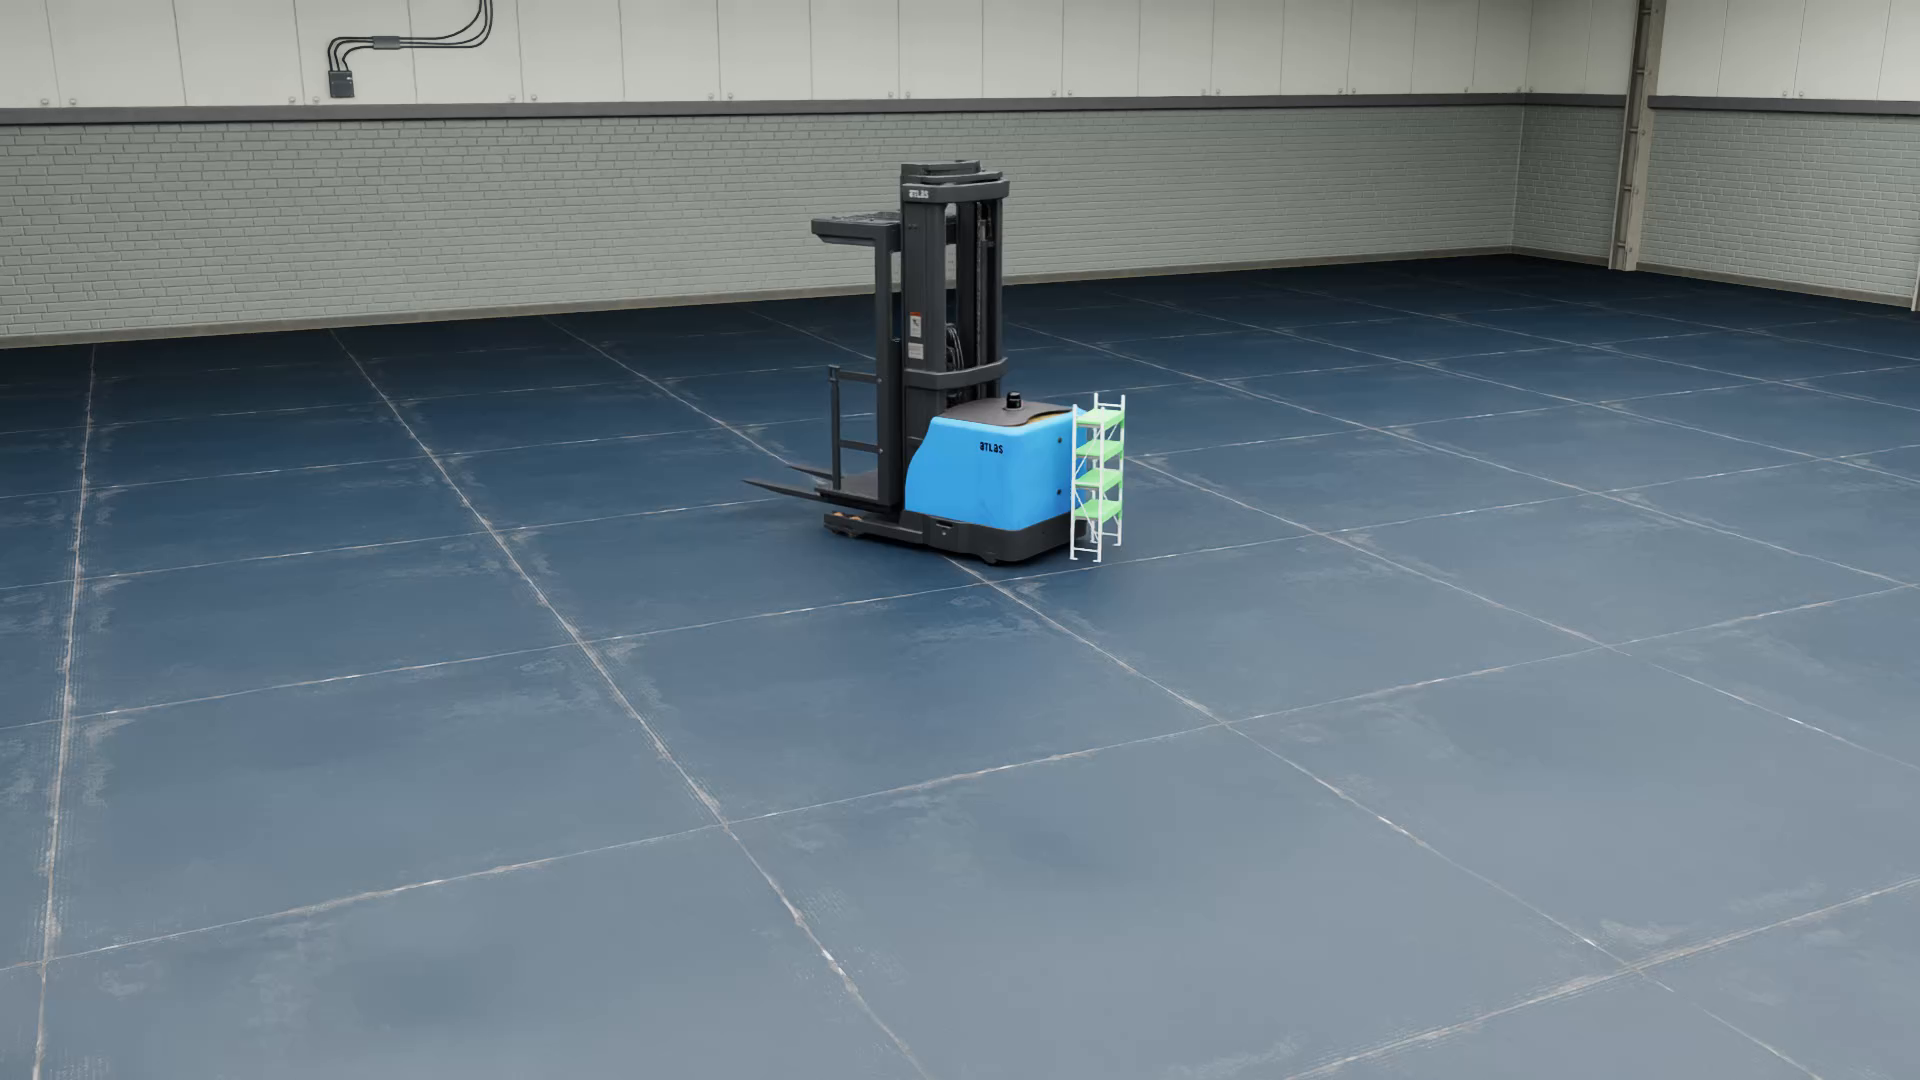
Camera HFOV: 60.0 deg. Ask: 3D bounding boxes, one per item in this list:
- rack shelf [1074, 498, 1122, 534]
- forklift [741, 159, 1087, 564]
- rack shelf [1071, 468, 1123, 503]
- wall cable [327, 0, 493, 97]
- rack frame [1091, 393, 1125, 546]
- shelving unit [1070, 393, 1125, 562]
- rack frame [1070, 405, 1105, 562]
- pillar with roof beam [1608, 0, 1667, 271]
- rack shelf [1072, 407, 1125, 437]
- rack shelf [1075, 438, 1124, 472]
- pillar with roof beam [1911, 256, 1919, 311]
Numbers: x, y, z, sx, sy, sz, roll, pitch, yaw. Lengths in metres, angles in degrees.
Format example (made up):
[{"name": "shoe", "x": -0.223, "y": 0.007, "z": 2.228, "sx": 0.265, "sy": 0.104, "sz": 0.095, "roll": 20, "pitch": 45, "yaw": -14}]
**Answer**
[{"name": "rack shelf", "x": 1.057, "y": -0.191, "z": 12.843, "sx": 0.258, "sy": 0.148, "sz": 0.480, "roll": 7, "pitch": 17, "yaw": 22}, {"name": "forklift", "x": -0.476, "y": -1.535, "z": 13.286, "sx": 3.031, "sy": 2.935, "sz": 1.130, "roll": 12, "pitch": 20, "yaw": 36}, {"name": "rack shelf", "x": 1.057, "y": -0.422, "z": 12.777, "sx": 0.258, "sy": 0.148, "sz": 0.480, "roll": 7, "pitch": 17, "yaw": 22}, {"name": "wall cable", "x": -7.685, "y": -9.168, "z": 22.719, "sx": 2.305, "sy": 6.003, "sz": 0.169, "roll": -8, "pitch": 18, "yaw": -25}, {"name": "rack frame", "x": 1.153, "y": -0.545, "z": 12.975, "sx": 0.240, "sy": 1.200, "sz": 0.015, "roll": 7, "pitch": 17, "yaw": 22}, {"name": "shelving unit", "x": 1.057, "y": -0.483, "z": 12.760, "sx": 0.258, "sy": 1.200, "sz": 0.503, "roll": 7, "pitch": 17, "yaw": 22}, {"name": "rack frame", "x": 0.960, "y": -0.421, "z": 12.544, "sx": 0.240, "sy": 1.200, "sz": 0.015, "roll": 7, "pitch": 17, "yaw": 22}, {"name": "pillar with roof beam", "x": 8.322, "y": -8.786, "z": 27.553, "sx": 9.100, "sy": 9.000, "sz": 0.400, "roll": -8, "pitch": 18, "yaw": -25}, {"name": "rack shelf", "x": 1.057, "y": -0.883, "z": 12.645, "sx": 0.258, "sy": 0.148, "sz": 0.480, "roll": 7, "pitch": 17, "yaw": 22}, {"name": "rack shelf", "x": 1.057, "y": -0.653, "z": 12.711, "sx": 0.258, "sy": 0.148, "sz": 0.480, "roll": 7, "pitch": 17, "yaw": 22}, {"name": "pillar with roof beam", "x": 10.951, "y": -7.298, "z": 22.369, "sx": 9.100, "sy": 9.000, "sz": 0.400, "roll": -8, "pitch": 18, "yaw": -25}]
